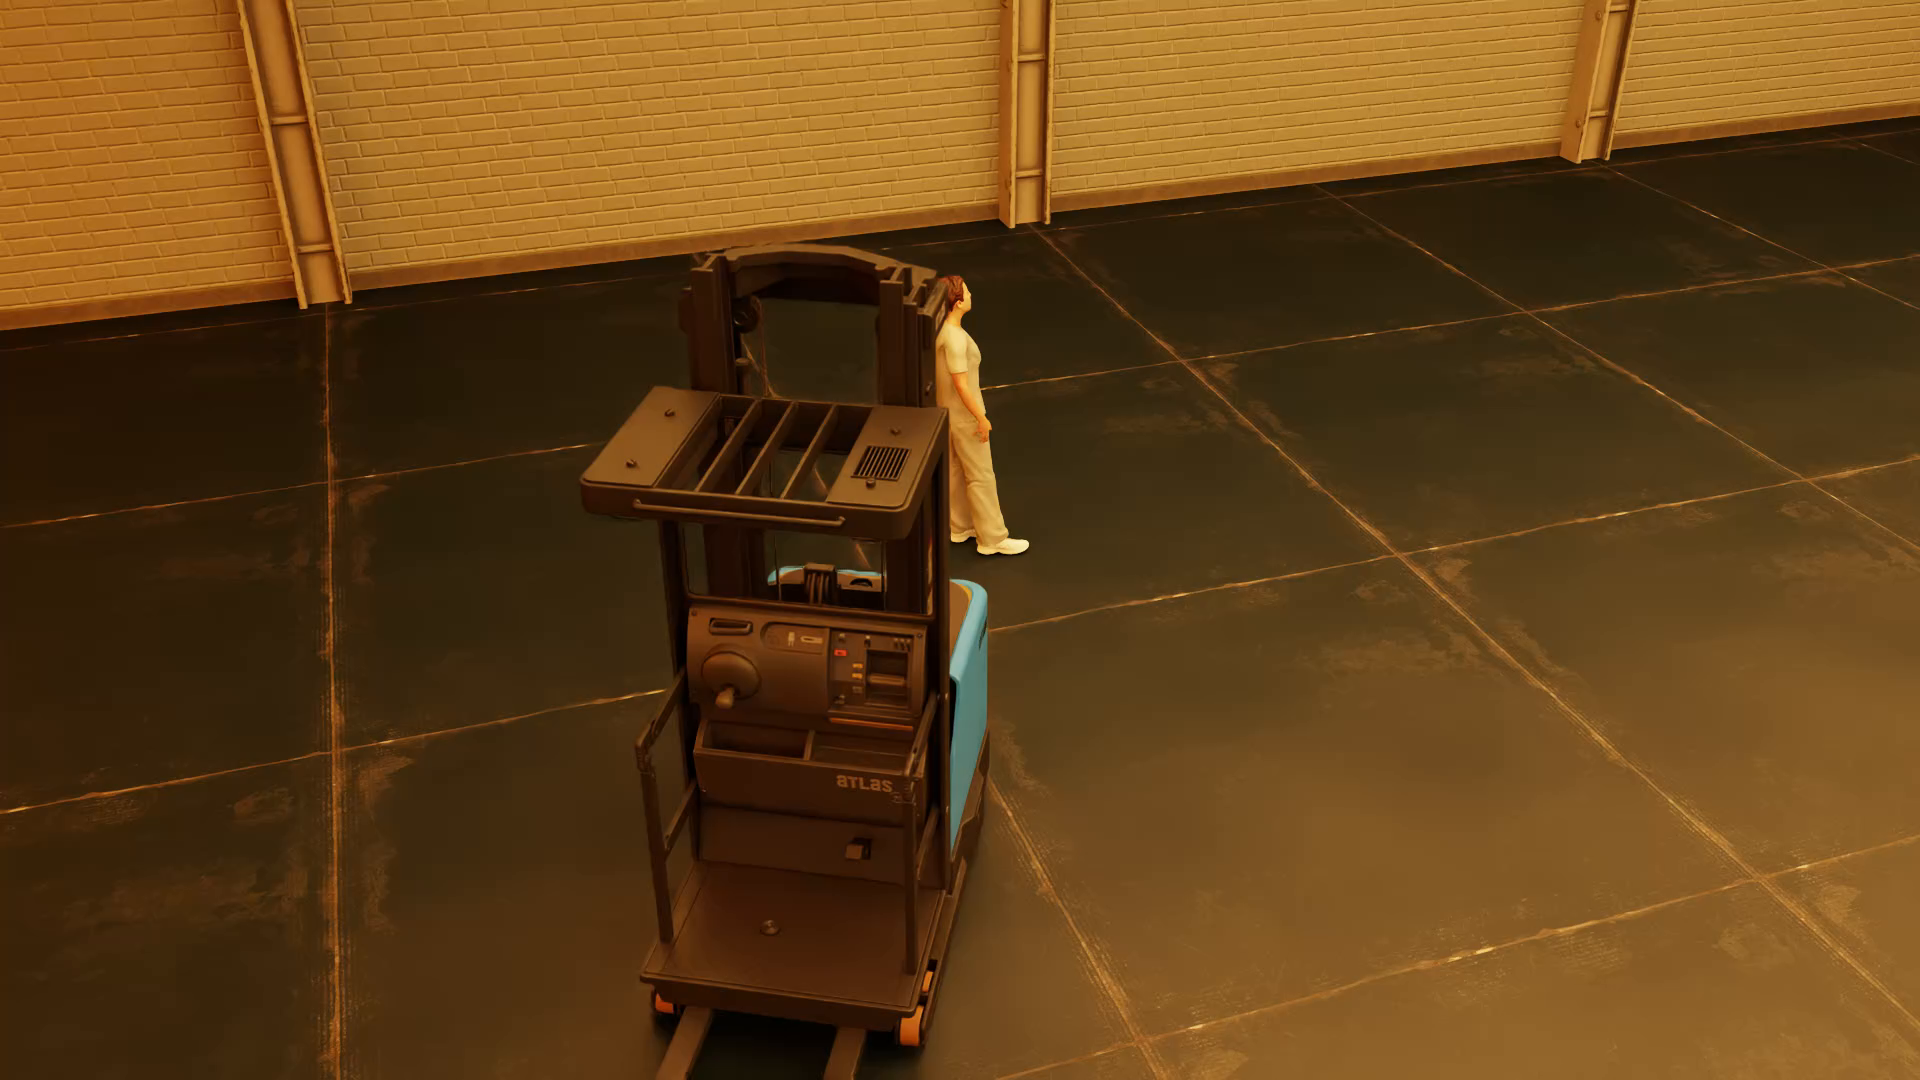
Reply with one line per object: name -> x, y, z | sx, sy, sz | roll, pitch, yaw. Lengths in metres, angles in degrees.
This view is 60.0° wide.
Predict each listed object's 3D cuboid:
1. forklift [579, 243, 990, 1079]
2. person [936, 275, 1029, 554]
forklift -> -0.625, 0.528, 6.169 | 1.130, 2.935, 3.031 | 5, 30, 9
person -> 0.075, -0.738, 9.613 | 0.548, 1.673, 0.549 | -10, 31, -16
